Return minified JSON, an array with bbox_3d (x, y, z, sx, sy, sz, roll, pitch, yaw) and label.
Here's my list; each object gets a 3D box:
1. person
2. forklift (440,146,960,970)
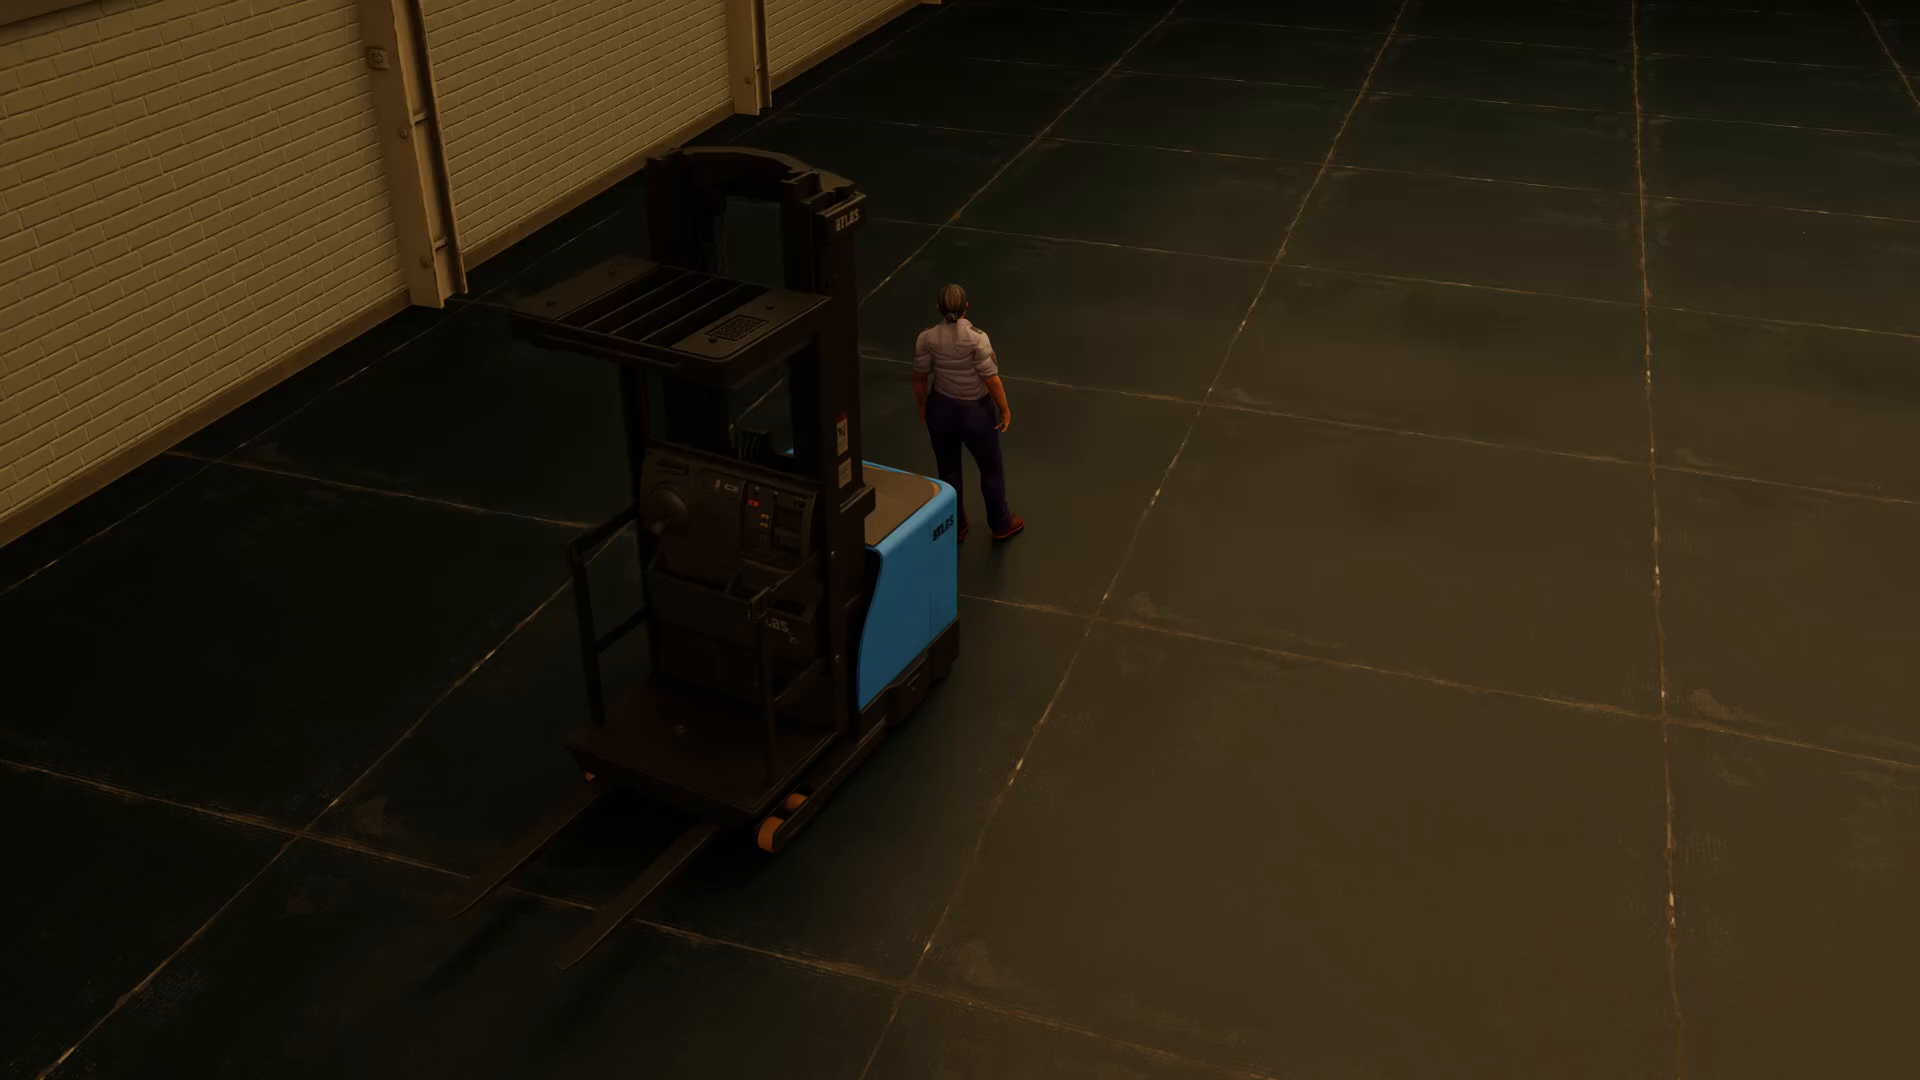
[{"bbox_3d":[0.051,-0.760,9.752,0.598,1.651,0.502,10,31,16],"label":"person"},{"bbox_3d":[-1.148,-0.101,7.314,1.130,2.935,3.031,15,33,25],"label":"forklift"}]
